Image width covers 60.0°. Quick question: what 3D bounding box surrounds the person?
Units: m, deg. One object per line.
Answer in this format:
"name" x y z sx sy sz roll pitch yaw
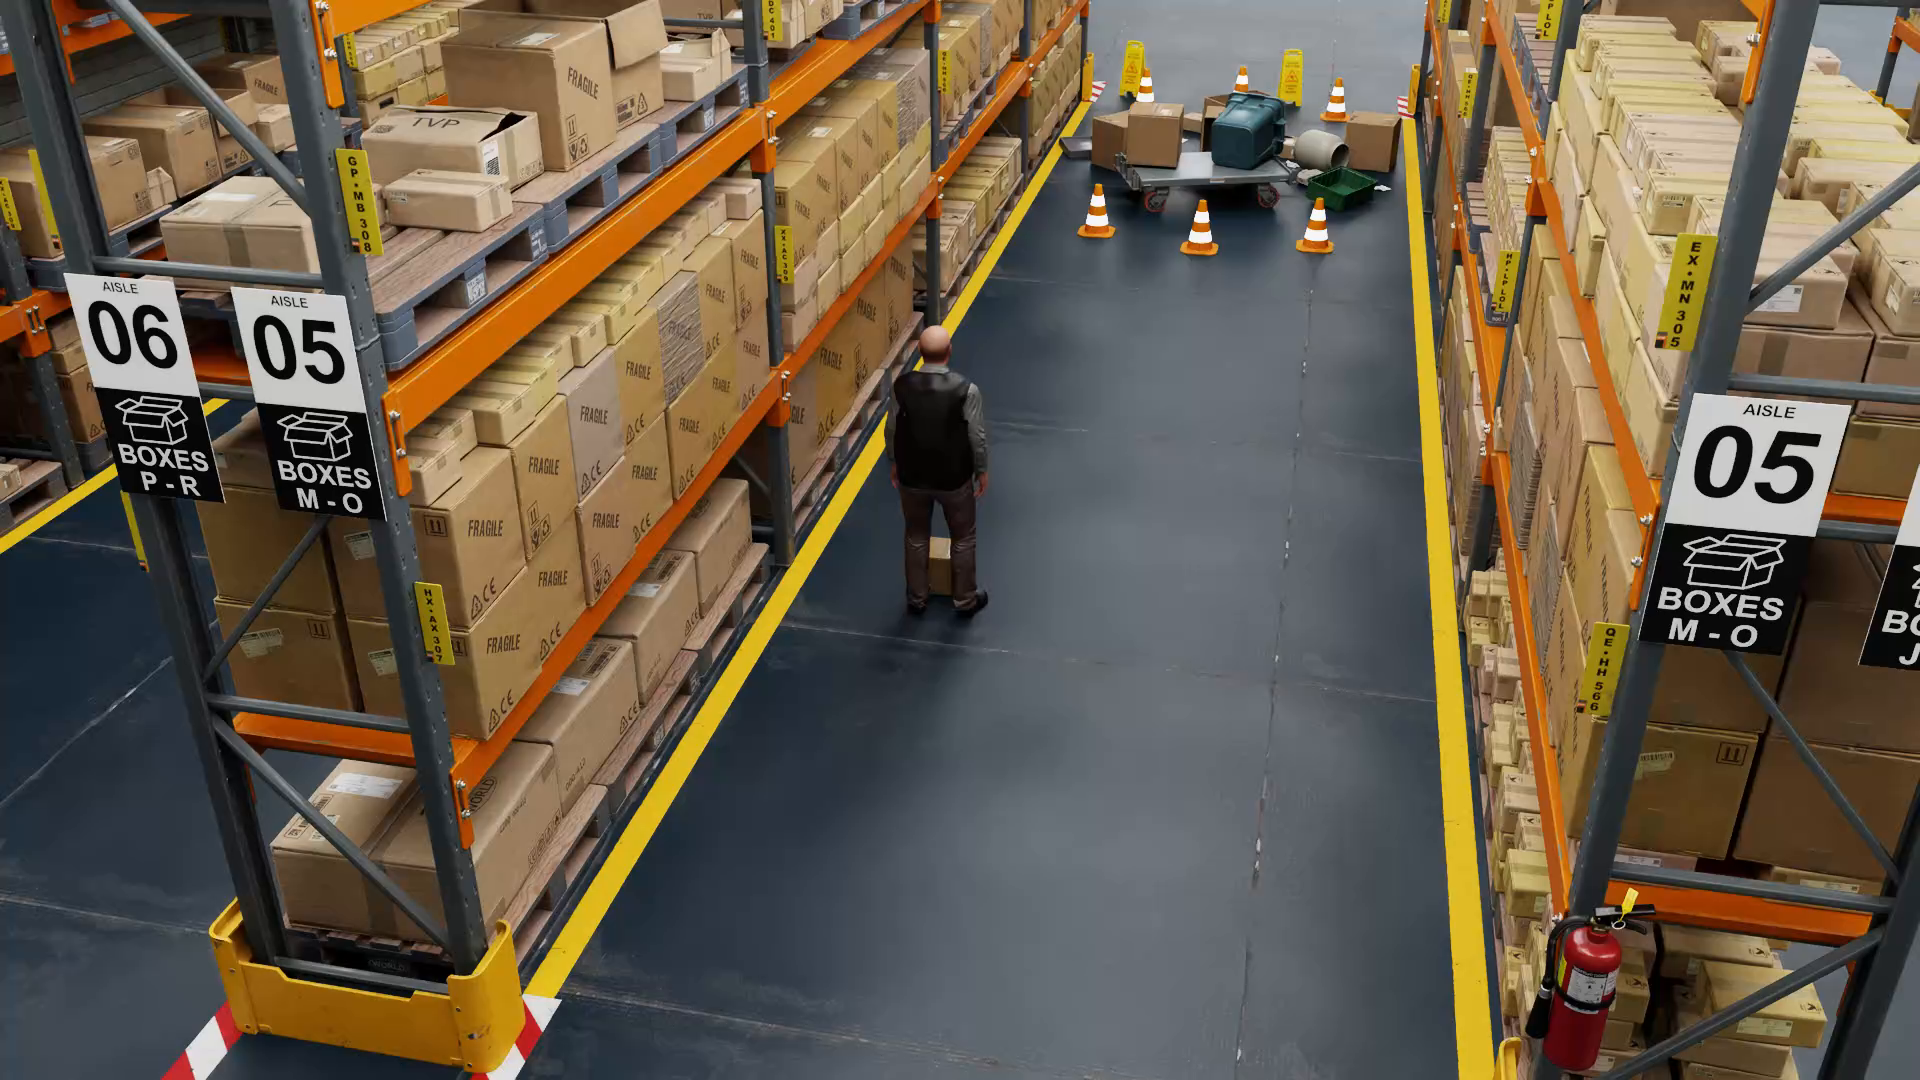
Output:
"person" -0.133 -0.355 9.297 0.580 1.721 0.415 6 29 11
